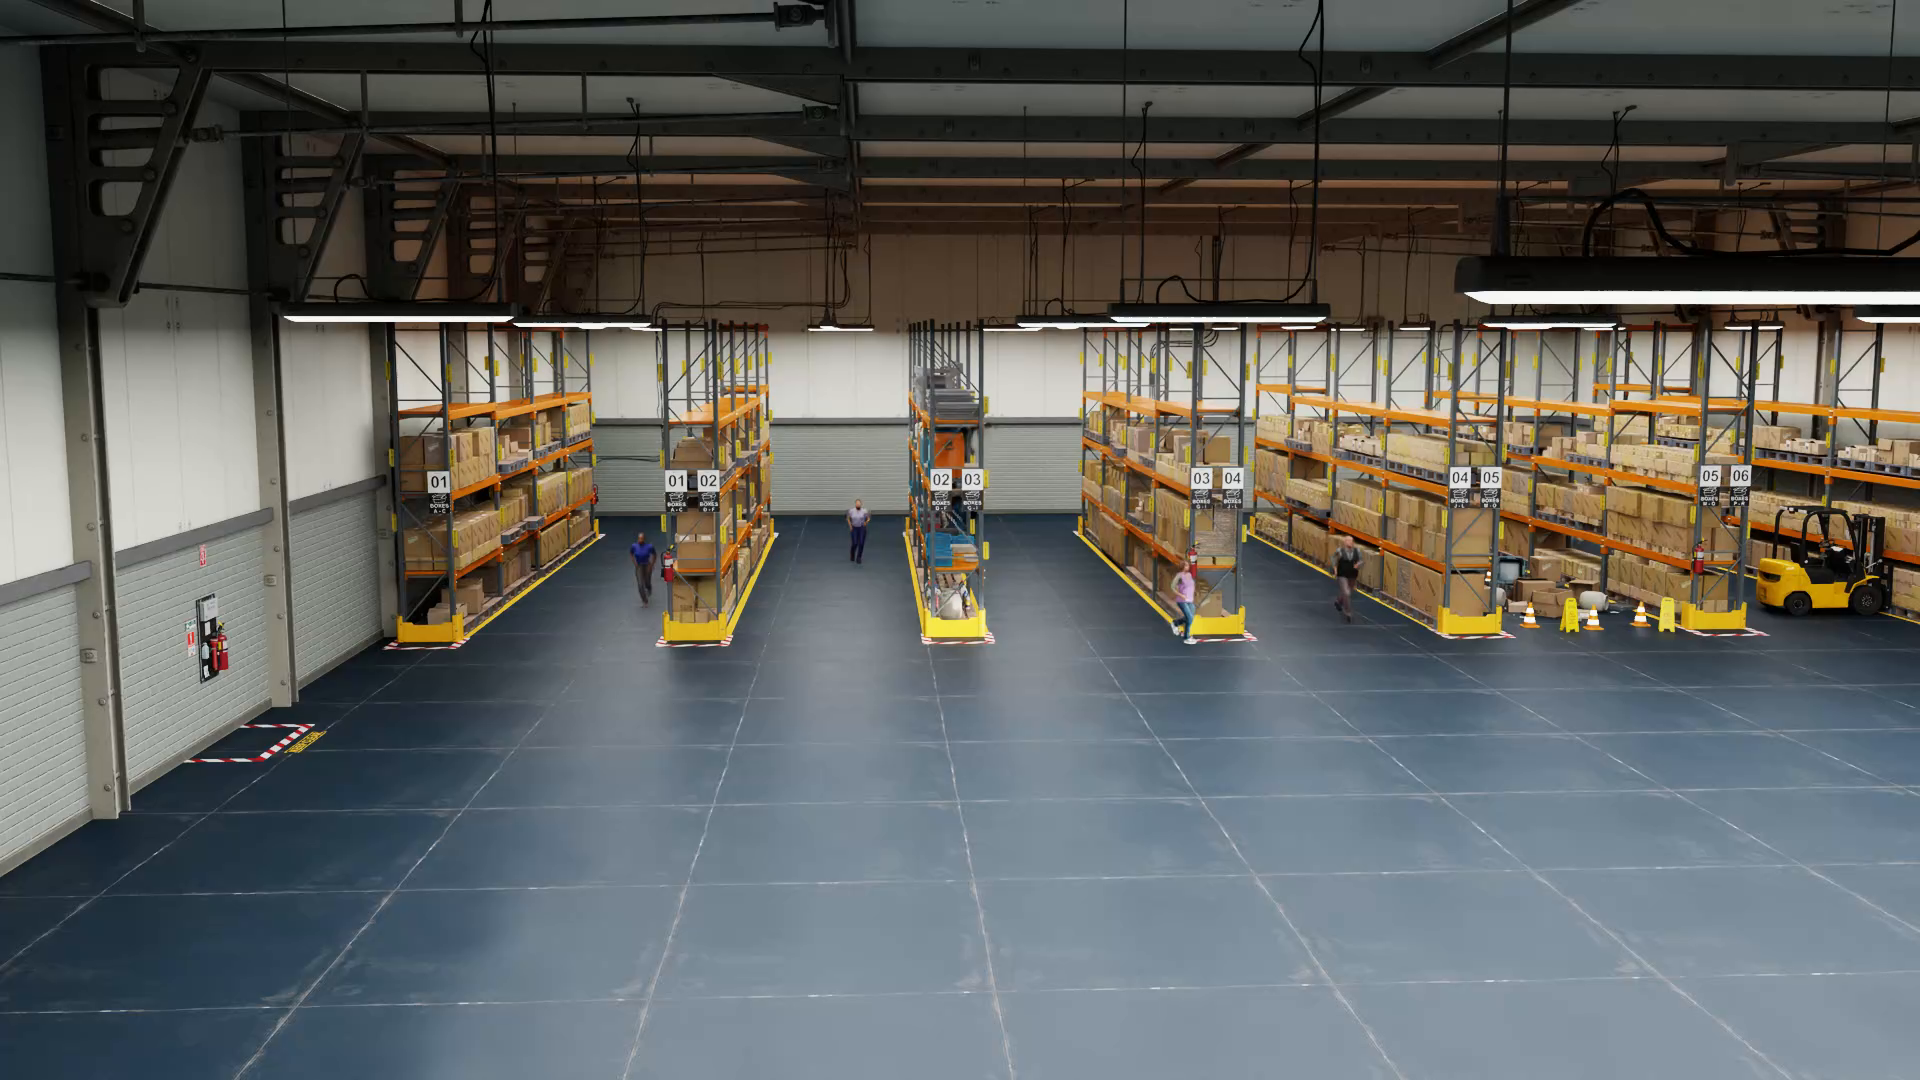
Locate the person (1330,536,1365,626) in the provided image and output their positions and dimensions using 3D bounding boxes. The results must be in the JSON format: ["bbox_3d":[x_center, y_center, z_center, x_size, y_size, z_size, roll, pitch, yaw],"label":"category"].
[{"bbox_3d":[7.752,0.781,33.297,0.608,1.766,1.076,-2,7,-14],"label":"person"}]

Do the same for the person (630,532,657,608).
[{"bbox_3d":[-6.689,0.608,35.198,0.548,1.605,0.775,0,7,0],"label":"person"}]

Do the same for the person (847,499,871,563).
[{"bbox_3d":[-2.528,-0.210,41.631,0.587,1.596,0.583,-1,7,-7],"label":"person"}]

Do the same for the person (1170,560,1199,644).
[{"bbox_3d":[4.136,1.139,30.924,0.541,1.552,0.651,-7,10,-43],"label":"person"}]

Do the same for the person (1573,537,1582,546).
[{"bbox_3d":[16.452,-0.652,44.890,0.596,1.705,0.854,-3,8,-23],"label":"person"}]
